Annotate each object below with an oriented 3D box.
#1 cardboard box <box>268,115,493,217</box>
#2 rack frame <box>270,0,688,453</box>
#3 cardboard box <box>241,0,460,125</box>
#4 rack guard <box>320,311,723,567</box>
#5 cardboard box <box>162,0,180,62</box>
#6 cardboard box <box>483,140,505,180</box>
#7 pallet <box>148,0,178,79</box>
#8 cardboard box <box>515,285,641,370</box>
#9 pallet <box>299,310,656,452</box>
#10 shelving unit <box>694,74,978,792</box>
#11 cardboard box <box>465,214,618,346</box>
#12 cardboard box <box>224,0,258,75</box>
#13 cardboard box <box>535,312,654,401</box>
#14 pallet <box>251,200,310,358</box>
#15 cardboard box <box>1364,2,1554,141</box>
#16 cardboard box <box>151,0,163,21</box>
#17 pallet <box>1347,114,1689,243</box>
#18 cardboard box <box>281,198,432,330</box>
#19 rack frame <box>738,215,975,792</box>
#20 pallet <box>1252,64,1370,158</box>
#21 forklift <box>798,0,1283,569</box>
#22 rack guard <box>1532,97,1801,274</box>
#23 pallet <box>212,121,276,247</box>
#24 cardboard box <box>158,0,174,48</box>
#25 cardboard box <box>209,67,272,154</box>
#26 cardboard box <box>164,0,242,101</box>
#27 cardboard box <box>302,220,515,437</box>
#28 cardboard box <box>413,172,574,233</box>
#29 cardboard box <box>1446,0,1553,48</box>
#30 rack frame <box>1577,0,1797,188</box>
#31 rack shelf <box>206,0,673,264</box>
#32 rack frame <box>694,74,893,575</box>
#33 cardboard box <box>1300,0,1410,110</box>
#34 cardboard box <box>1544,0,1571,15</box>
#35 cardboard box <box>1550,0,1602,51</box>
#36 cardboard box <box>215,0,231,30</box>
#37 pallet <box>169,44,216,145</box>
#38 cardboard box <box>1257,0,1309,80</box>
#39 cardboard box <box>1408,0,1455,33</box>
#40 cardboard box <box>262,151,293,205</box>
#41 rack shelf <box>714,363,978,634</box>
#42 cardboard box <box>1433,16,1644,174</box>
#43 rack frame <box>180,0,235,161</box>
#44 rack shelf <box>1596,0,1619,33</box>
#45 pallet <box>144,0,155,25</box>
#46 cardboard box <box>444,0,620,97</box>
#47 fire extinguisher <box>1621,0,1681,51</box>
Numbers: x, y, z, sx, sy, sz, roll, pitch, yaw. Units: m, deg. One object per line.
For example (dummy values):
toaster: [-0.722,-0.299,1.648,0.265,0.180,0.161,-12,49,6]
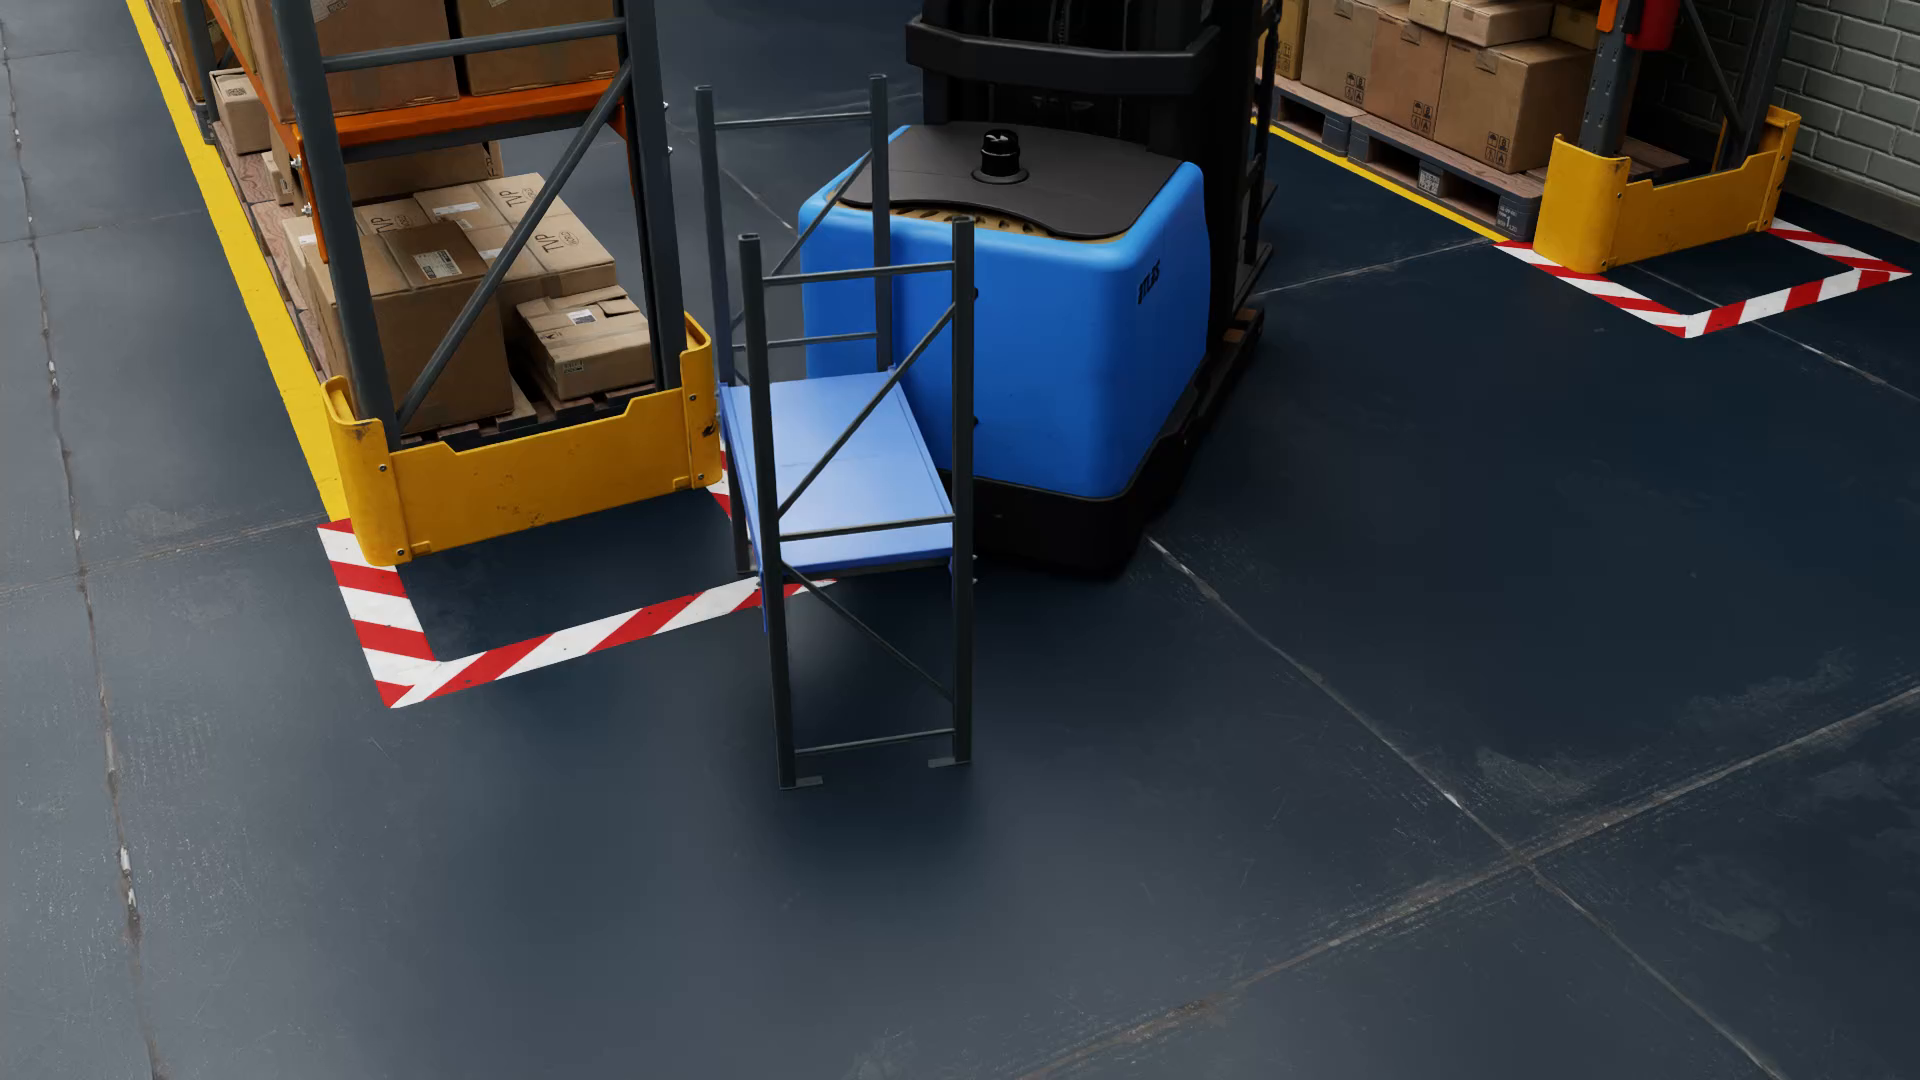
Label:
cardboard box: [-2.319,-1.508,6.729,0.797,0.503,0.637,-16,36,-23]
rack frame: [-1.335,-1.360,4.592,1.000,3.000,0.127,-16,36,-23]
cardboard box: [-1.785,-1.548,4.792,0.500,0.500,0.500,-15,35,-22]
rack guard: [-1.370,-0.344,5.323,1.175,0.500,0.348,-16,36,-23]
cardboard box: [-3.907,-2.803,8.754,0.500,0.500,0.500,-16,36,-23]
cardboard box: [-2.334,-1.764,7.307,0.500,0.311,0.500,-16,36,-23]
pallet: [-4.185,-3.057,9.825,1.003,0.211,1.213,-16,36,-23]
cardboard box: [-1.343,-0.758,5.871,0.380,0.166,0.250,-16,36,-23]
pallet: [-1.743,-0.602,5.995,1.003,0.211,1.213,-16,36,-23]
shelving unit: [-0.329,-0.294,4.317,0.538,1.500,1.048,-7,33,-11]
cardboard box: [-1.571,-0.957,6.104,0.500,0.250,0.500,-16,36,-23]
cardboard box: [-2.030,-1.794,5.177,0.500,0.500,0.500,-16,36,-23]
cardboard box: [-1.226,-0.631,5.690,0.380,0.149,0.250,-16,36,-23]
pallet: [-2.308,-1.184,6.902,1.003,0.211,1.213,-16,36,-23]
cardboard box: [2.397,-2.280,7.956,0.700,0.500,0.500,-16,36,-23]
cardboard box: [-4.379,-3.285,9.506,0.500,0.500,0.500,-17,36,-25]
pallet: [2.604,-1.796,7.857,1.003,0.211,1.213,-16,36,-23]
cardboard box: [-2.223,-1.046,6.243,0.500,0.250,0.500,-16,36,-23]
rack frame: [-0.217,-0.026,3.900,0.500,1.500,0.032,-7,33,-11]
pallet: [2.039,-2.377,8.765,1.003,0.211,1.213,-16,36,-23]
forklift: [0.524,-1.933,5.550,1.130,2.935,3.031,12,35,18]
rack guard: [3.057,-1.544,7.196,1.175,0.500,0.348,-16,36,-23]
pallet: [-2.881,-1.767,7.812,1.003,0.211,1.213,-16,36,-23]
cardboard box: [-4.140,-3.043,9.128,0.500,0.500,0.500,-15,36,-23]
cardboard box: [-3.196,-2.067,7.781,0.500,0.311,0.500,-16,36,-23]
cardboard box: [-3.684,-2.565,8.383,0.500,0.500,0.500,-16,36,-23]
cardboard box: [-1.806,-0.690,5.456,0.500,0.500,0.500,-16,36,-23]
cardboard box: [-1.804,-1.196,6.477,0.500,0.250,0.500,-16,36,-23]
cardboard box: [2.410,-2.330,7.432,0.380,0.149,0.250,-16,36,-24]
rack frame: [3.046,-2.608,6.540,1.000,3.000,0.127,-16,36,-23]
rack shelf: [-2.267,-2.012,6.276,1.077,0.370,4.000,-16,36,-23]
rack frame: [-0.441,-0.562,4.734,0.500,1.500,0.032,-7,33,-11]
cardboard box: [2.162,-2.520,8.330,0.700,0.500,0.500,-17,36,-25]
cardboard box: [2.629,-2.546,7.771,0.380,0.149,0.250,-16,36,-23]
cardboard box: [2.866,-2.305,7.394,0.380,0.149,0.250,-16,36,-23]
cardboard box: [-2.257,-2.034,5.551,0.500,0.500,0.500,-16,36,-23]
pallet: [-3.613,-2.474,8.915,1.003,0.211,1.213,-16,36,-23]
cardboard box: [1.907,-2.772,8.725,0.700,0.500,0.500,-15,36,-22]
cardboard box: [2.290,-2.452,7.622,0.380,0.149,0.250,-15,36,-22]
cardboard box: [-2.783,-1.596,7.180,0.380,0.166,0.250,-16,36,-23]
rack shelf: [-0.329,-0.142,4.414,0.538,0.185,1.000,-7,33,-11]
cardboard box: [2.631,-2.041,7.583,0.700,0.500,0.500,-16,36,-23]
rack frame: [-3.200,-3.269,7.572,1.000,3.000,0.127,-16,36,-23]
rack shelf: [2.113,-3.259,8.224,1.077,0.370,4.000,-16,36,-23]
pallet: [-4.750,-3.638,10.733,1.003,0.211,1.213,-16,36,-23]
cardboard box: [-1.309,-1.680,5.000,0.500,0.500,0.500,-15,36,-22]
fire extinguisher: [2.708,-2.230,6.368,0.296,0.674,0.183,-16,36,-23]
